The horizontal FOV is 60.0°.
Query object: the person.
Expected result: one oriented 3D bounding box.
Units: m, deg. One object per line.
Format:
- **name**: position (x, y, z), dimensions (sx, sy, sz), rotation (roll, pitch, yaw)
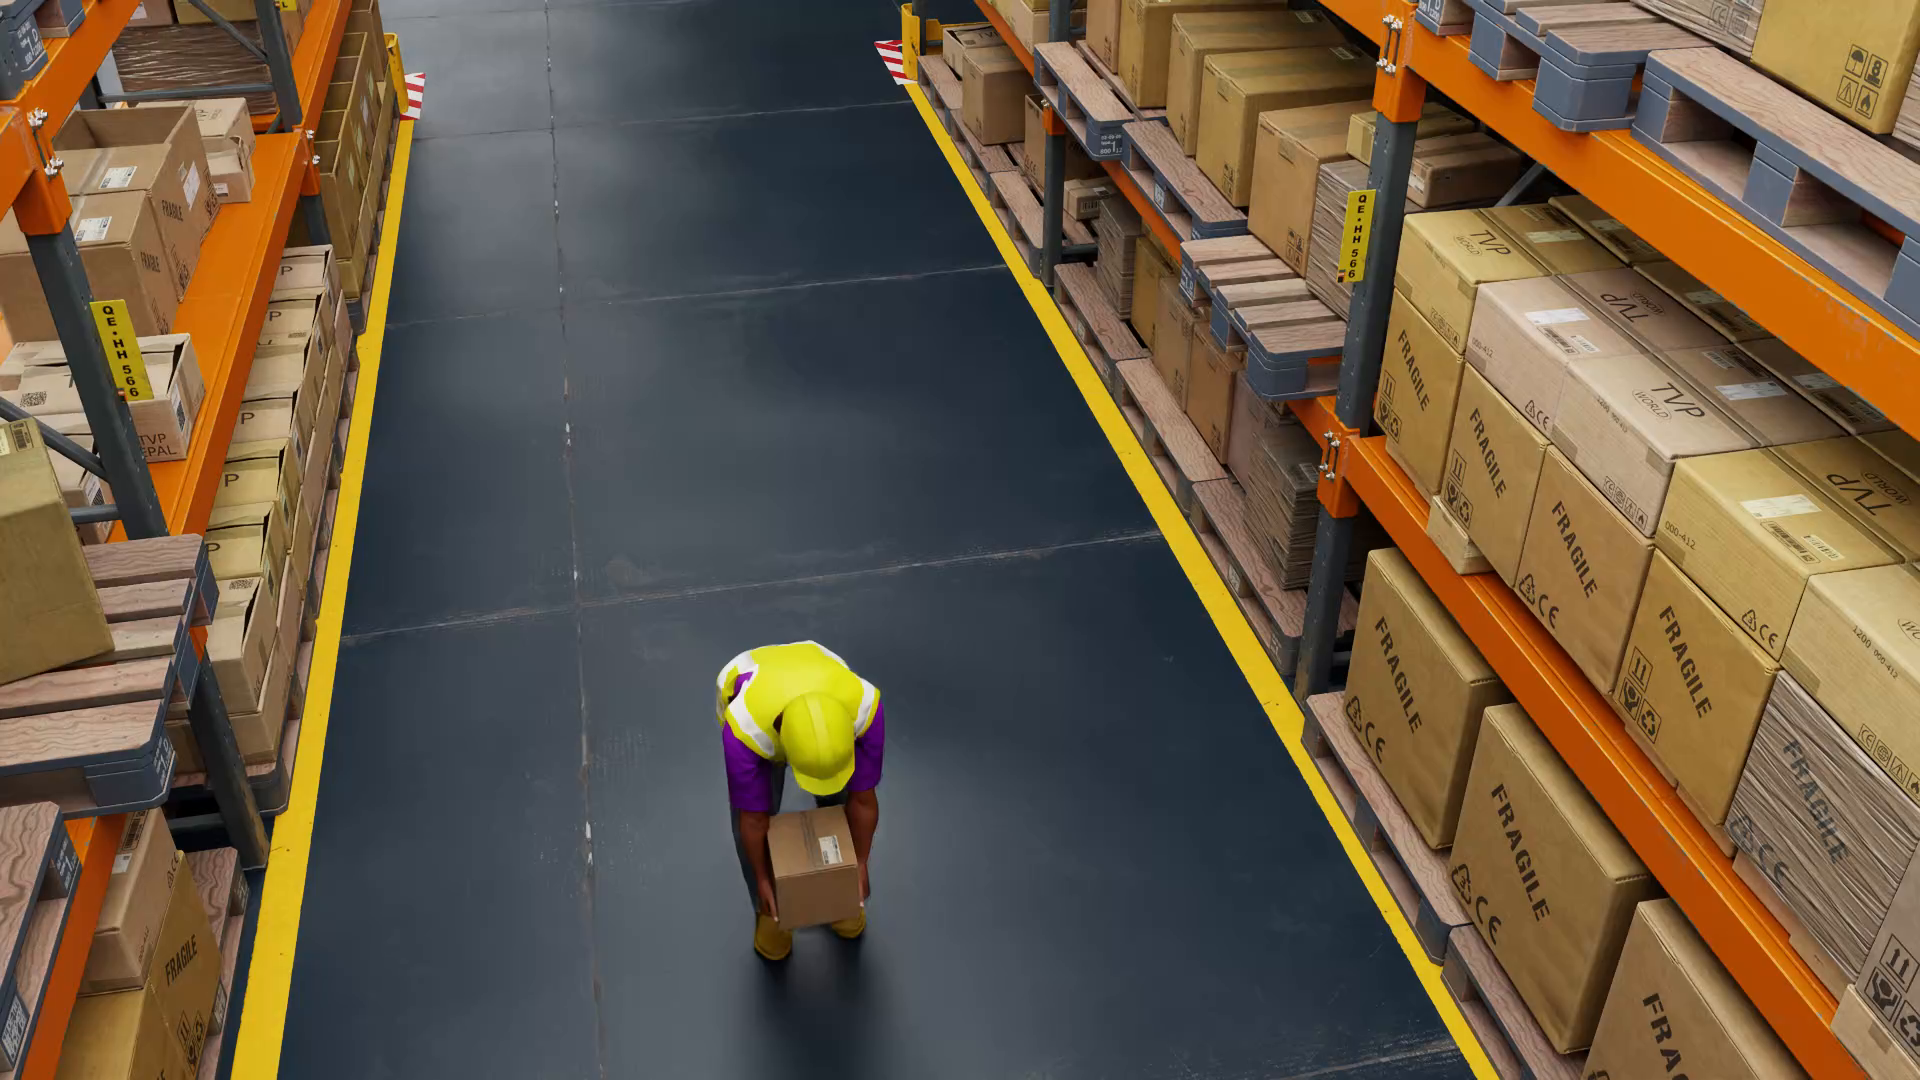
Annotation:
- **person**: position (-0.482, 0.834, 5.238), dimensions (0.490, 1.376, 0.898), rotation (-8, 35, -12)
